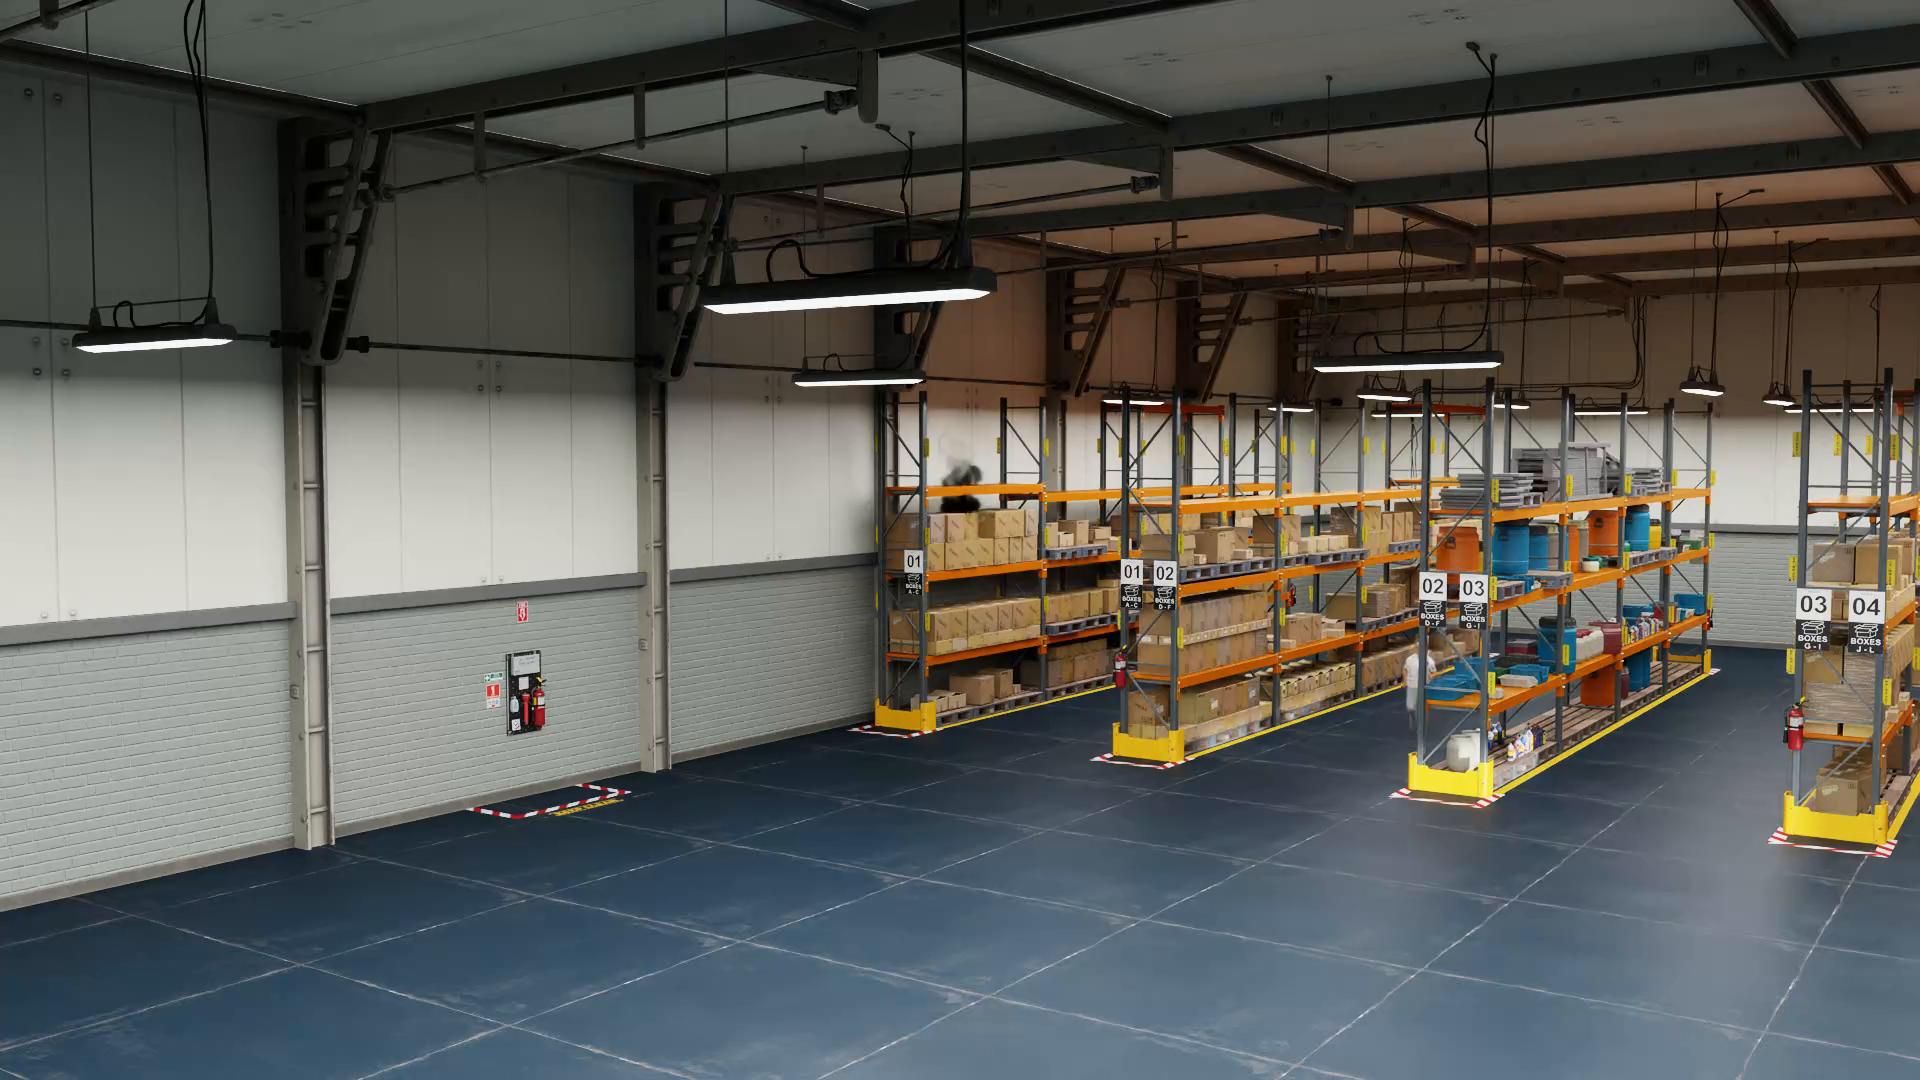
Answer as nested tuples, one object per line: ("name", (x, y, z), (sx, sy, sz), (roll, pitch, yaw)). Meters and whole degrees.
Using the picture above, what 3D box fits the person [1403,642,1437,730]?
("person", (7.986, 2.579, 28.975), (0.606, 1.620, 0.556), (1, 3, 25))
